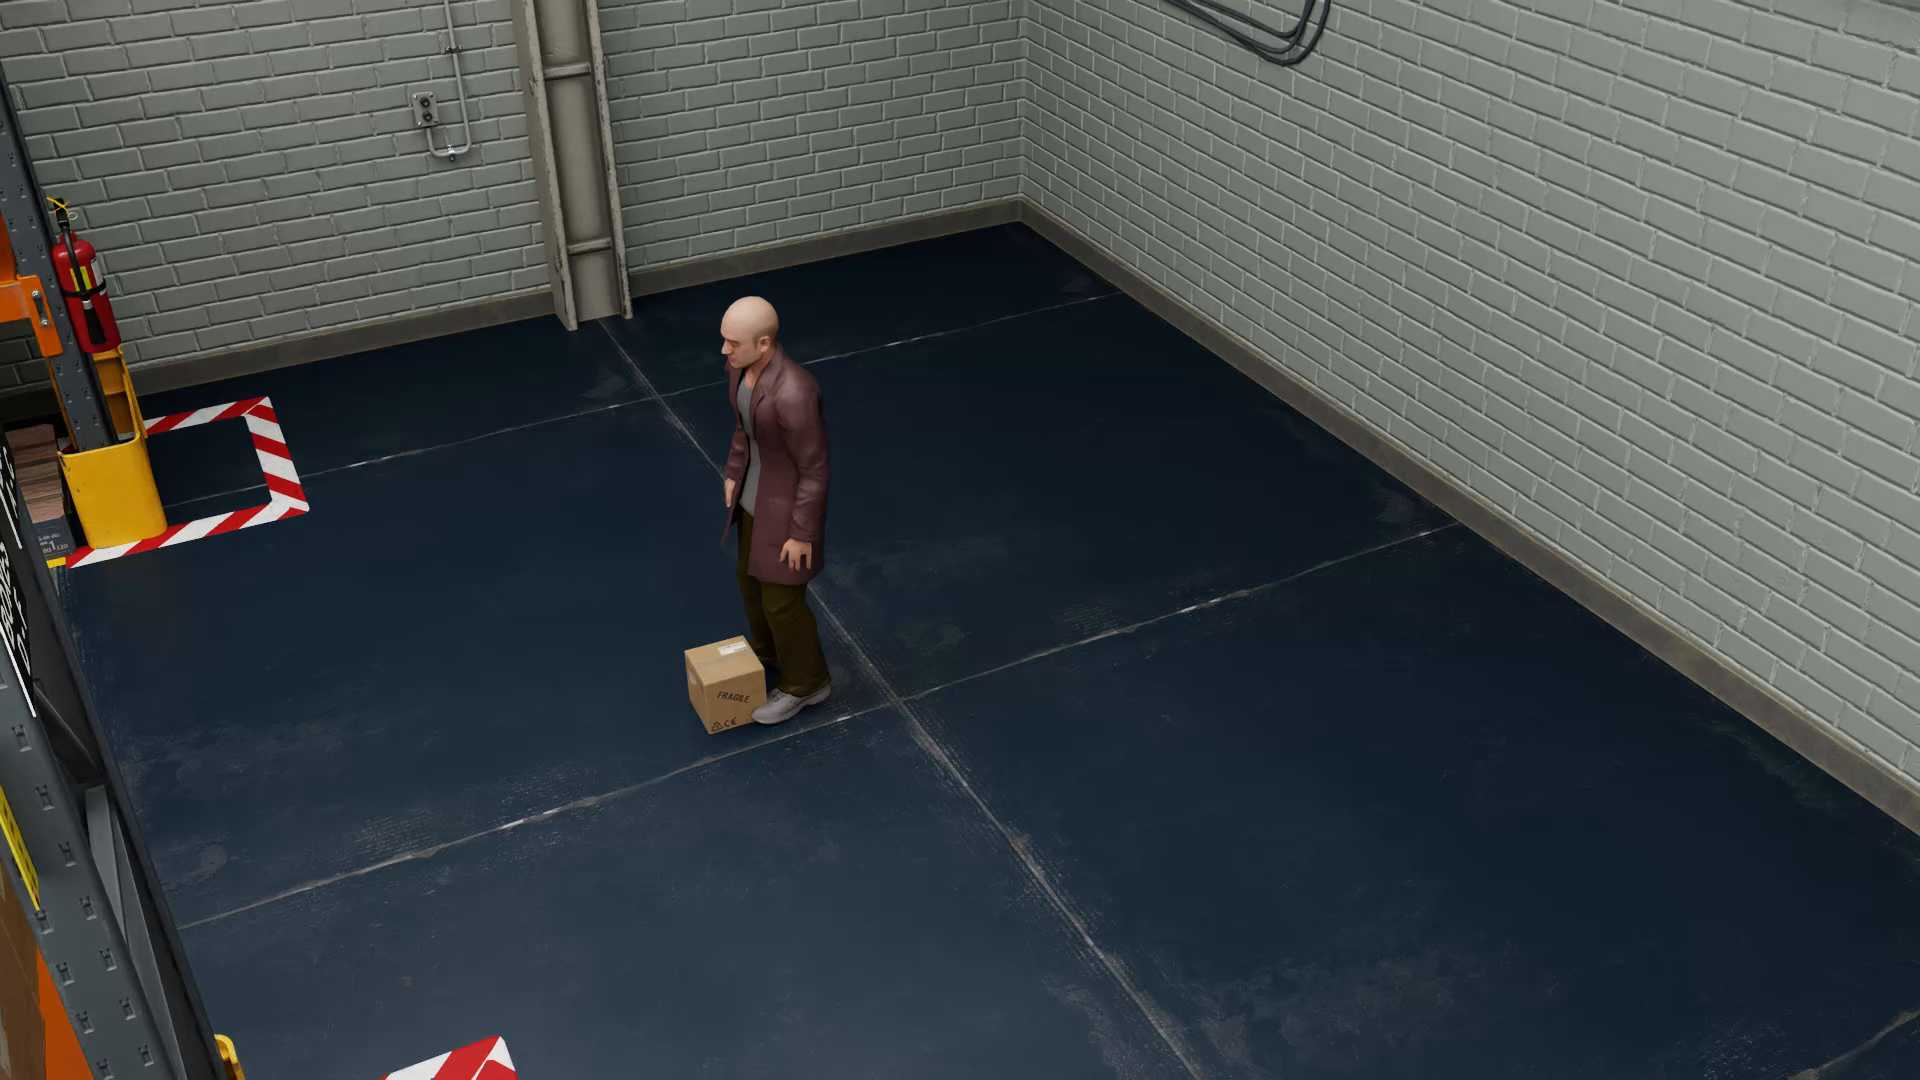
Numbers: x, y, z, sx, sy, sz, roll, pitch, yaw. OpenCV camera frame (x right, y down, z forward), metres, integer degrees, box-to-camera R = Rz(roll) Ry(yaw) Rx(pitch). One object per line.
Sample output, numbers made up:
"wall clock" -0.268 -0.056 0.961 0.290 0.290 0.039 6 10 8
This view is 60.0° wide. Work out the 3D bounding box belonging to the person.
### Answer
"person" -0.714 -0.124 6.348 0.429 1.772 0.648 -18 37 -26
